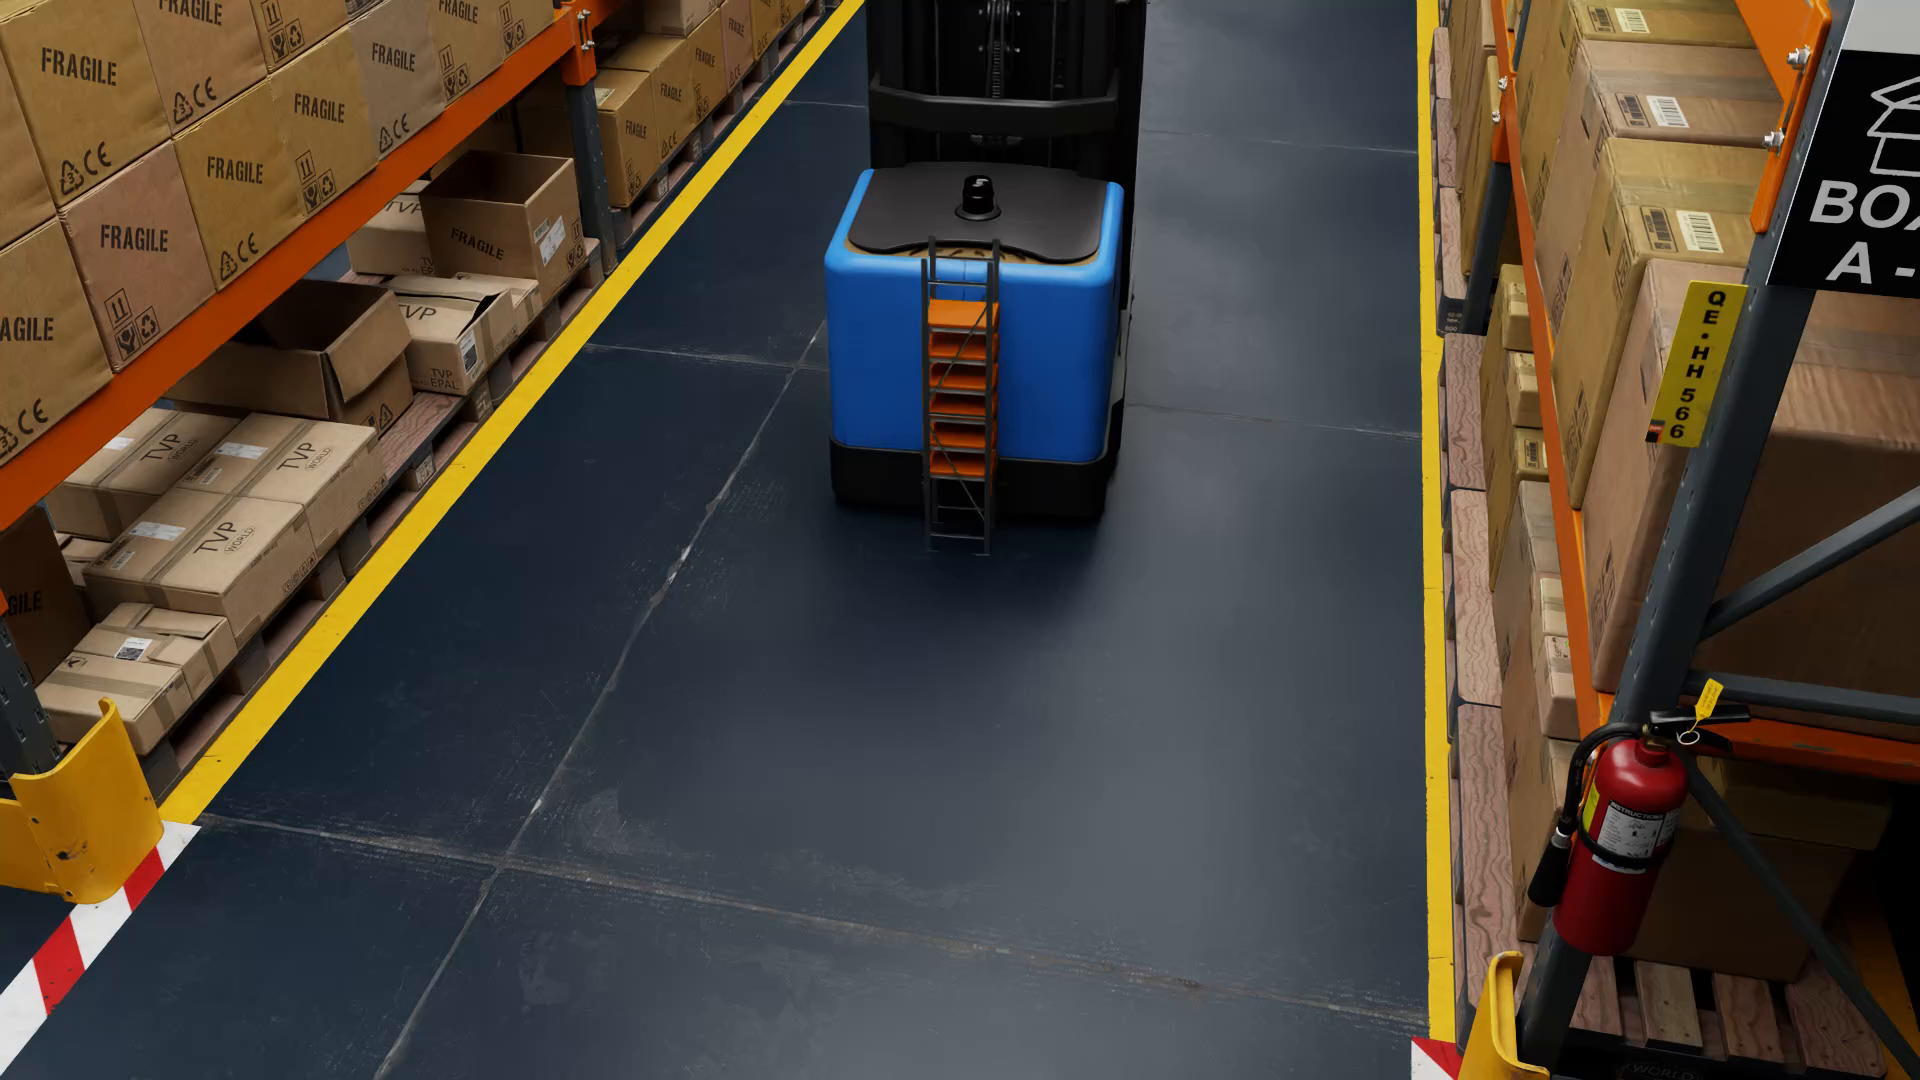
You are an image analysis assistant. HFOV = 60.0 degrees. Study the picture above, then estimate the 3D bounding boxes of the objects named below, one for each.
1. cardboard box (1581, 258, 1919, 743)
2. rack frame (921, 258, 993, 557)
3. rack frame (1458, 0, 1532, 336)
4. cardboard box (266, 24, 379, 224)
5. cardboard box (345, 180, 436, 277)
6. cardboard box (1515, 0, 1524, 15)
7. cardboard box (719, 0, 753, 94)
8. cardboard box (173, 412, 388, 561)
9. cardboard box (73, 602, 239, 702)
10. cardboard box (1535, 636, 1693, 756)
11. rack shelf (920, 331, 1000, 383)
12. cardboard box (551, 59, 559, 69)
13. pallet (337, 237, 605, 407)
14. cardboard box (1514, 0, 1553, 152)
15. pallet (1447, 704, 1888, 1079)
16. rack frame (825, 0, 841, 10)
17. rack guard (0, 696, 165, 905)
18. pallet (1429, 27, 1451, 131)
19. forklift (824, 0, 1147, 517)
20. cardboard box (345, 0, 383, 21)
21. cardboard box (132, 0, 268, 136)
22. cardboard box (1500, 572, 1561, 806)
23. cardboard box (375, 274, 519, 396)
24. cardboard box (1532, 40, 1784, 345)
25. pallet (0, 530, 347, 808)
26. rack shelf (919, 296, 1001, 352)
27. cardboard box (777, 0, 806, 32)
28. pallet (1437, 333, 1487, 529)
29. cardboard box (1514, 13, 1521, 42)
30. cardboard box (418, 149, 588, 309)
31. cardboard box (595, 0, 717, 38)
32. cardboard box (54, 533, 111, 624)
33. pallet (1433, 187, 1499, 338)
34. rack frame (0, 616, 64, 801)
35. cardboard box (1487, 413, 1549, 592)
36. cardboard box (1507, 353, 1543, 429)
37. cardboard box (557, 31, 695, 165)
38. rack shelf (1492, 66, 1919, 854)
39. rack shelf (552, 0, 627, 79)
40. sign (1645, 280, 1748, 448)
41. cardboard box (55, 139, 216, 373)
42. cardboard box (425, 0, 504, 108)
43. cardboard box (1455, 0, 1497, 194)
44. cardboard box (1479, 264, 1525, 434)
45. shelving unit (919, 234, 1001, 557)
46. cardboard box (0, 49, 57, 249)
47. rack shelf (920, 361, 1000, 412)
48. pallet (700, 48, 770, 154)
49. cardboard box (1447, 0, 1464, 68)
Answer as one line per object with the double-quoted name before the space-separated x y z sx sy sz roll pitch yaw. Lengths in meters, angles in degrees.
"cardboard box" 1.922 -0.079 3.548 0.980 0.700 0.700 9 37 12
"rack frame" -0.010 -0.433 5.825 0.240 1.200 0.006 4 36 6
"rack frame" 2.677 -1.957 6.395 1.000 3.000 0.127 7 37 10
"cardboard box" -2.341 -1.415 5.561 0.500 0.500 0.500 8 37 11
"cardboard box" -2.464 -1.452 7.614 0.500 0.311 0.500 7 37 10
"cardboard box" 2.530 -2.423 6.681 0.500 0.500 0.500 7 36 9
"cardboard box" -1.496 -2.872 9.411 0.500 0.500 0.500 6 36 8
"cardboard box" -2.410 -0.197 5.934 0.500 0.250 0.500 7 37 10
"cardboard box" -2.539 0.346 5.256 0.380 0.166 0.250 7 37 10
"cardboard box" 1.724 0.405 4.355 0.380 0.149 0.250 7 37 9
"rack shelf" 0.002 -0.645 5.784 0.258 0.103 0.180 4 36 6
"cardboard box" -2.224 -2.343 8.682 0.500 0.500 0.500 7 37 10
"pallet" -2.310 -1.053 7.524 1.003 0.211 1.213 7 37 10
"cardboard box" 2.546 -1.770 5.880 0.980 0.700 0.700 8 37 11
"pallet" 1.917 0.997 4.695 1.003 0.211 1.213 7 37 10
"rack frame" -1.308 -4.869 10.413 1.000 3.000 0.127 7 37 10
"rack guard" -3.001 0.686 4.878 1.175 0.500 0.348 7 37 10
"pallet" 3.290 -2.679 9.766 1.003 0.211 1.213 7 37 10
"forklift" 0.210 -2.126 6.686 1.130 2.935 3.031 4 36 6
"cardboard box" -2.232 -2.116 5.677 0.500 0.500 0.500 8 37 10
"cardboard box" -2.449 -1.537 4.877 0.500 0.500 0.500 8 37 11
"cardboard box" 1.982 0.477 4.808 0.700 0.500 0.500 7 37 10
"cardboard box" -2.167 -0.873 6.815 0.500 0.311 0.500 7 37 10
"cardboard box" 2.239 -0.934 4.727 0.980 0.700 0.700 6 36 8
"pallet" -2.832 0.345 5.594 1.003 0.211 1.213 7 37 10
"rack shelf" 0.002 -0.742 5.714 0.258 0.103 0.180 4 36 6
"cardboard box" -1.279 -3.470 10.237 0.500 0.500 0.500 9 37 12
"pallet" 2.439 -0.402 6.625 1.003 0.211 1.213 7 37 10
"cardboard box" 2.473 -2.093 6.779 0.380 0.149 0.250 8 37 10
"cardboard box" -2.007 -1.380 7.353 0.500 0.500 0.500 7 37 10
"cardboard box" -1.608 -2.866 8.764 0.500 0.250 0.500 7 37 10
"cardboard box" -2.967 0.123 5.564 0.380 0.166 0.250 7 37 10
"pallet" 2.769 -1.280 7.836 1.003 0.211 1.213 7 37 10
"rack frame" -3.017 -0.283 4.084 1.000 3.000 0.127 7 37 10
"cardboard box" 2.195 -0.118 5.629 0.700 0.500 0.500 8 37 11
"cardboard box" 2.055 -0.489 5.589 0.380 0.149 0.250 6 36 9
"cardboard box" -1.718 -2.296 8.617 0.500 0.500 0.500 8 37 11
"rack shelf" 2.250 -0.520 5.024 1.077 0.370 4.000 7 37 10
"rack shelf" -1.736 -3.432 9.042 1.077 0.370 4.000 7 37 10
"sign" 1.296 -0.305 2.926 0.100 0.325 0.005 7 37 10
"cardboard box" -2.560 -0.841 4.769 0.500 0.500 0.500 7 37 10
"cardboard box" -2.128 -2.002 6.371 0.500 0.500 0.500 8 37 11
"cardboard box" 2.876 -2.156 8.143 0.750 0.750 0.750 8 37 11
"cardboard box" 2.418 -0.699 6.431 0.700 0.500 0.500 8 37 11
"shelving unit" 0.002 -0.487 5.899 0.258 1.200 0.189 4 36 6
"cardboard box" -2.665 -0.950 4.067 0.500 0.500 0.500 8 37 11
"rack shelf" 0.002 -0.548 5.855 0.258 0.103 0.180 4 36 6
"pallet" -1.767 -2.620 9.685 1.003 0.211 1.213 7 37 10
"cardboard box" 3.247 -3.145 9.507 0.750 0.750 0.750 7 36 9
